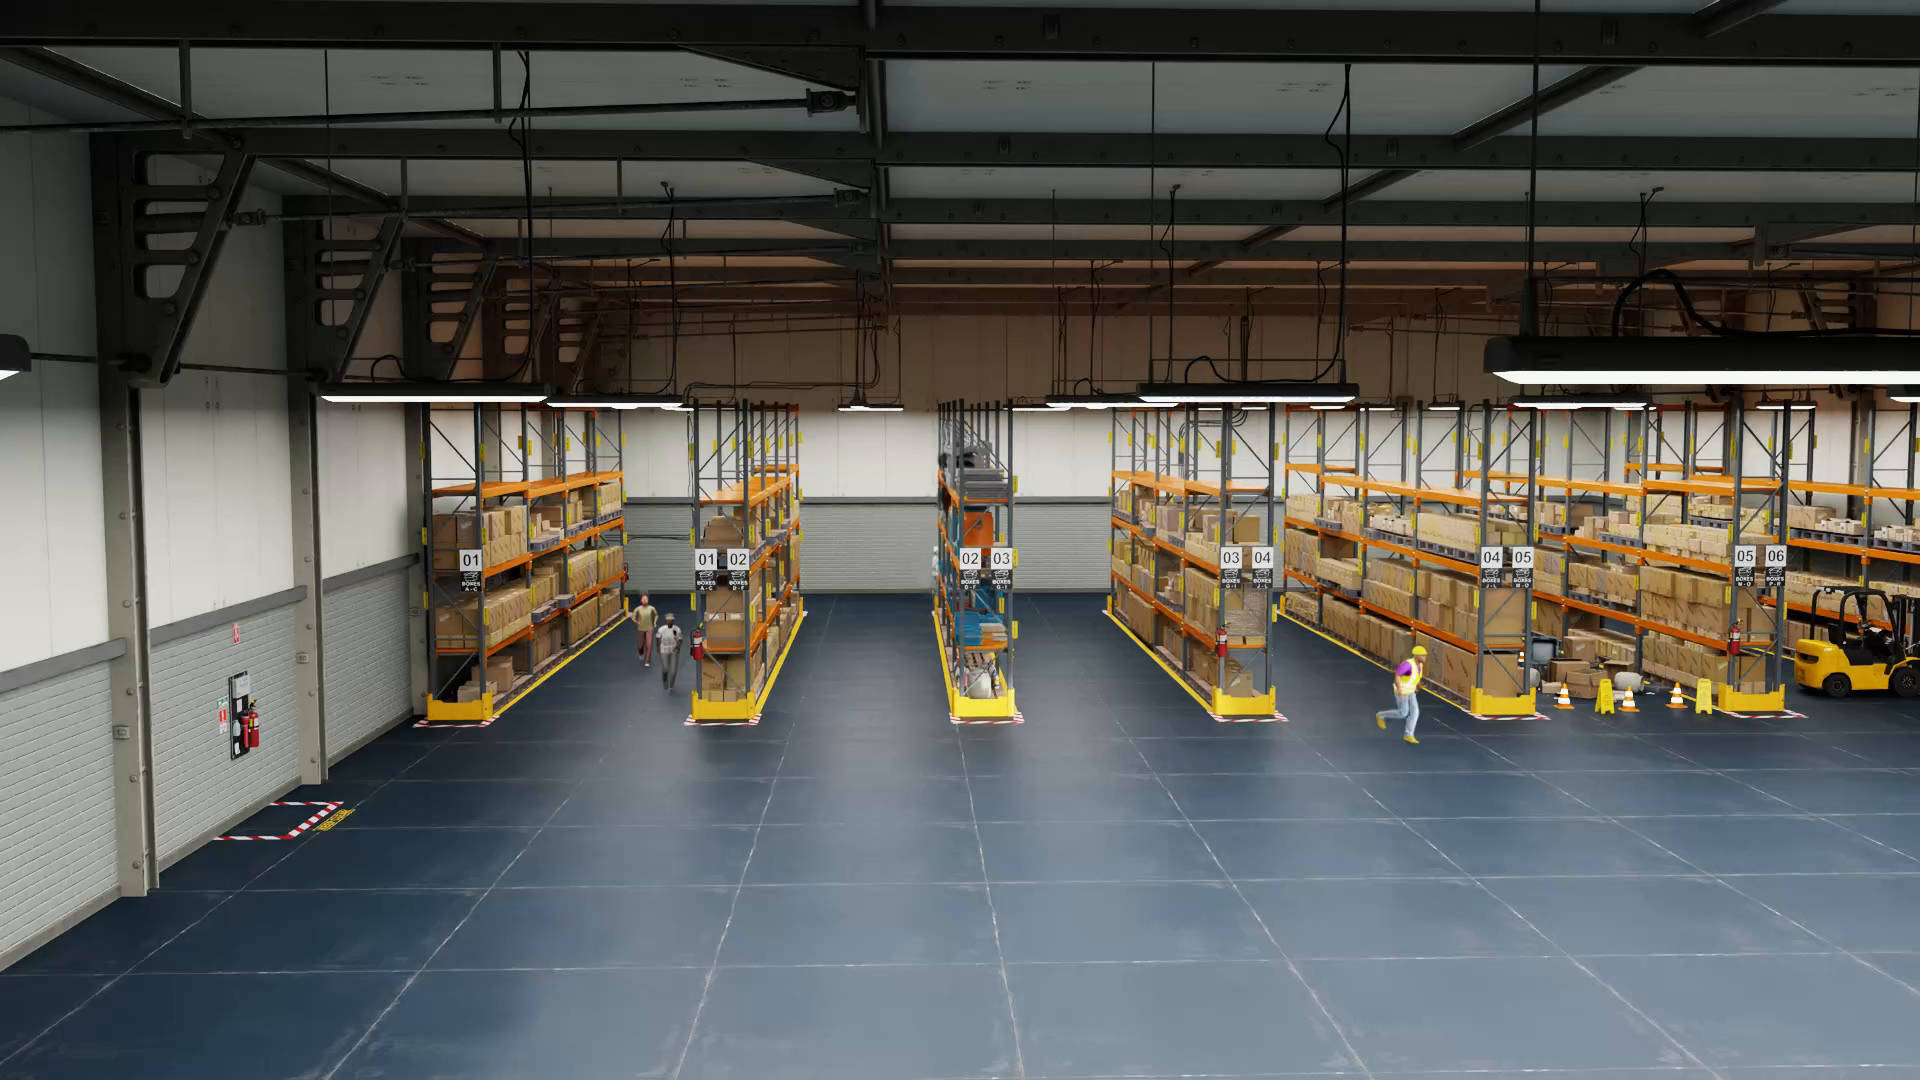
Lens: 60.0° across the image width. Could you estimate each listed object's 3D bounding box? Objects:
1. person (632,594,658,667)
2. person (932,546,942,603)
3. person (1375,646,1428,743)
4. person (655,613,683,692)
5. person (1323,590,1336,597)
[{"bbox_3d":[-7.128,2.045,37.708,0.588,1.628,0.758,-1,4,-14],"label":"person"},{"bbox_3d":[-0.630,1.051,50.277,0.578,1.730,0.659,2,5,21],"label":"person"},{"bbox_3d":[7.758,2.686,29.164,0.945,1.708,0.701,3,5,36],"label":"person"},{"bbox_3d":[-5.947,2.314,34.004,0.555,1.642,0.660,-1,4,-13],"label":"person"},{"bbox_3d":[10.932,1.101,49.748,0.987,1.711,0.713,-1,5,-18],"label":"person"}]
